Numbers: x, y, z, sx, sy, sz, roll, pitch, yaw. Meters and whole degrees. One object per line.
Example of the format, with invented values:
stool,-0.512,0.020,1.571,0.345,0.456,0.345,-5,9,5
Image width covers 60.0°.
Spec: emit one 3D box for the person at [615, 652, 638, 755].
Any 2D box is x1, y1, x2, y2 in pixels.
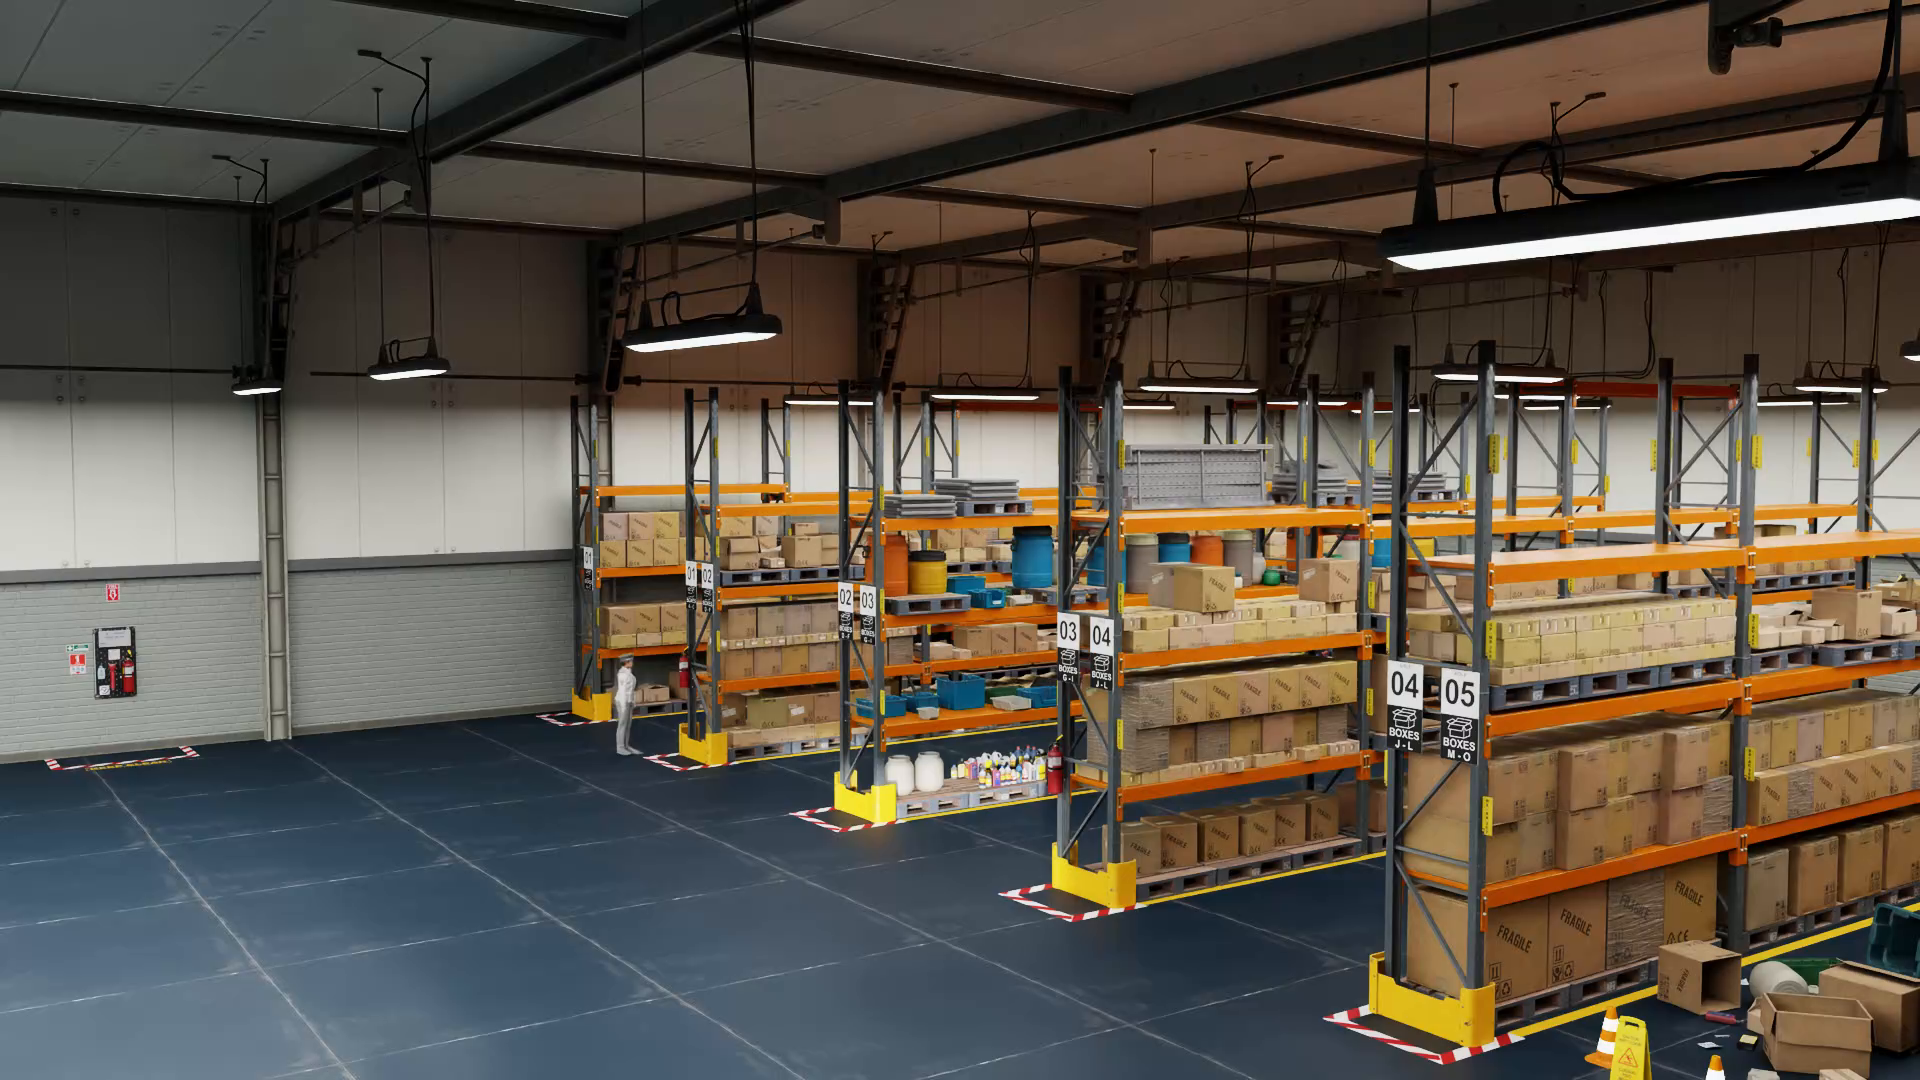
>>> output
person,-5.482,2.684,27.276,0.325,1.688,0.503,0,3,1
